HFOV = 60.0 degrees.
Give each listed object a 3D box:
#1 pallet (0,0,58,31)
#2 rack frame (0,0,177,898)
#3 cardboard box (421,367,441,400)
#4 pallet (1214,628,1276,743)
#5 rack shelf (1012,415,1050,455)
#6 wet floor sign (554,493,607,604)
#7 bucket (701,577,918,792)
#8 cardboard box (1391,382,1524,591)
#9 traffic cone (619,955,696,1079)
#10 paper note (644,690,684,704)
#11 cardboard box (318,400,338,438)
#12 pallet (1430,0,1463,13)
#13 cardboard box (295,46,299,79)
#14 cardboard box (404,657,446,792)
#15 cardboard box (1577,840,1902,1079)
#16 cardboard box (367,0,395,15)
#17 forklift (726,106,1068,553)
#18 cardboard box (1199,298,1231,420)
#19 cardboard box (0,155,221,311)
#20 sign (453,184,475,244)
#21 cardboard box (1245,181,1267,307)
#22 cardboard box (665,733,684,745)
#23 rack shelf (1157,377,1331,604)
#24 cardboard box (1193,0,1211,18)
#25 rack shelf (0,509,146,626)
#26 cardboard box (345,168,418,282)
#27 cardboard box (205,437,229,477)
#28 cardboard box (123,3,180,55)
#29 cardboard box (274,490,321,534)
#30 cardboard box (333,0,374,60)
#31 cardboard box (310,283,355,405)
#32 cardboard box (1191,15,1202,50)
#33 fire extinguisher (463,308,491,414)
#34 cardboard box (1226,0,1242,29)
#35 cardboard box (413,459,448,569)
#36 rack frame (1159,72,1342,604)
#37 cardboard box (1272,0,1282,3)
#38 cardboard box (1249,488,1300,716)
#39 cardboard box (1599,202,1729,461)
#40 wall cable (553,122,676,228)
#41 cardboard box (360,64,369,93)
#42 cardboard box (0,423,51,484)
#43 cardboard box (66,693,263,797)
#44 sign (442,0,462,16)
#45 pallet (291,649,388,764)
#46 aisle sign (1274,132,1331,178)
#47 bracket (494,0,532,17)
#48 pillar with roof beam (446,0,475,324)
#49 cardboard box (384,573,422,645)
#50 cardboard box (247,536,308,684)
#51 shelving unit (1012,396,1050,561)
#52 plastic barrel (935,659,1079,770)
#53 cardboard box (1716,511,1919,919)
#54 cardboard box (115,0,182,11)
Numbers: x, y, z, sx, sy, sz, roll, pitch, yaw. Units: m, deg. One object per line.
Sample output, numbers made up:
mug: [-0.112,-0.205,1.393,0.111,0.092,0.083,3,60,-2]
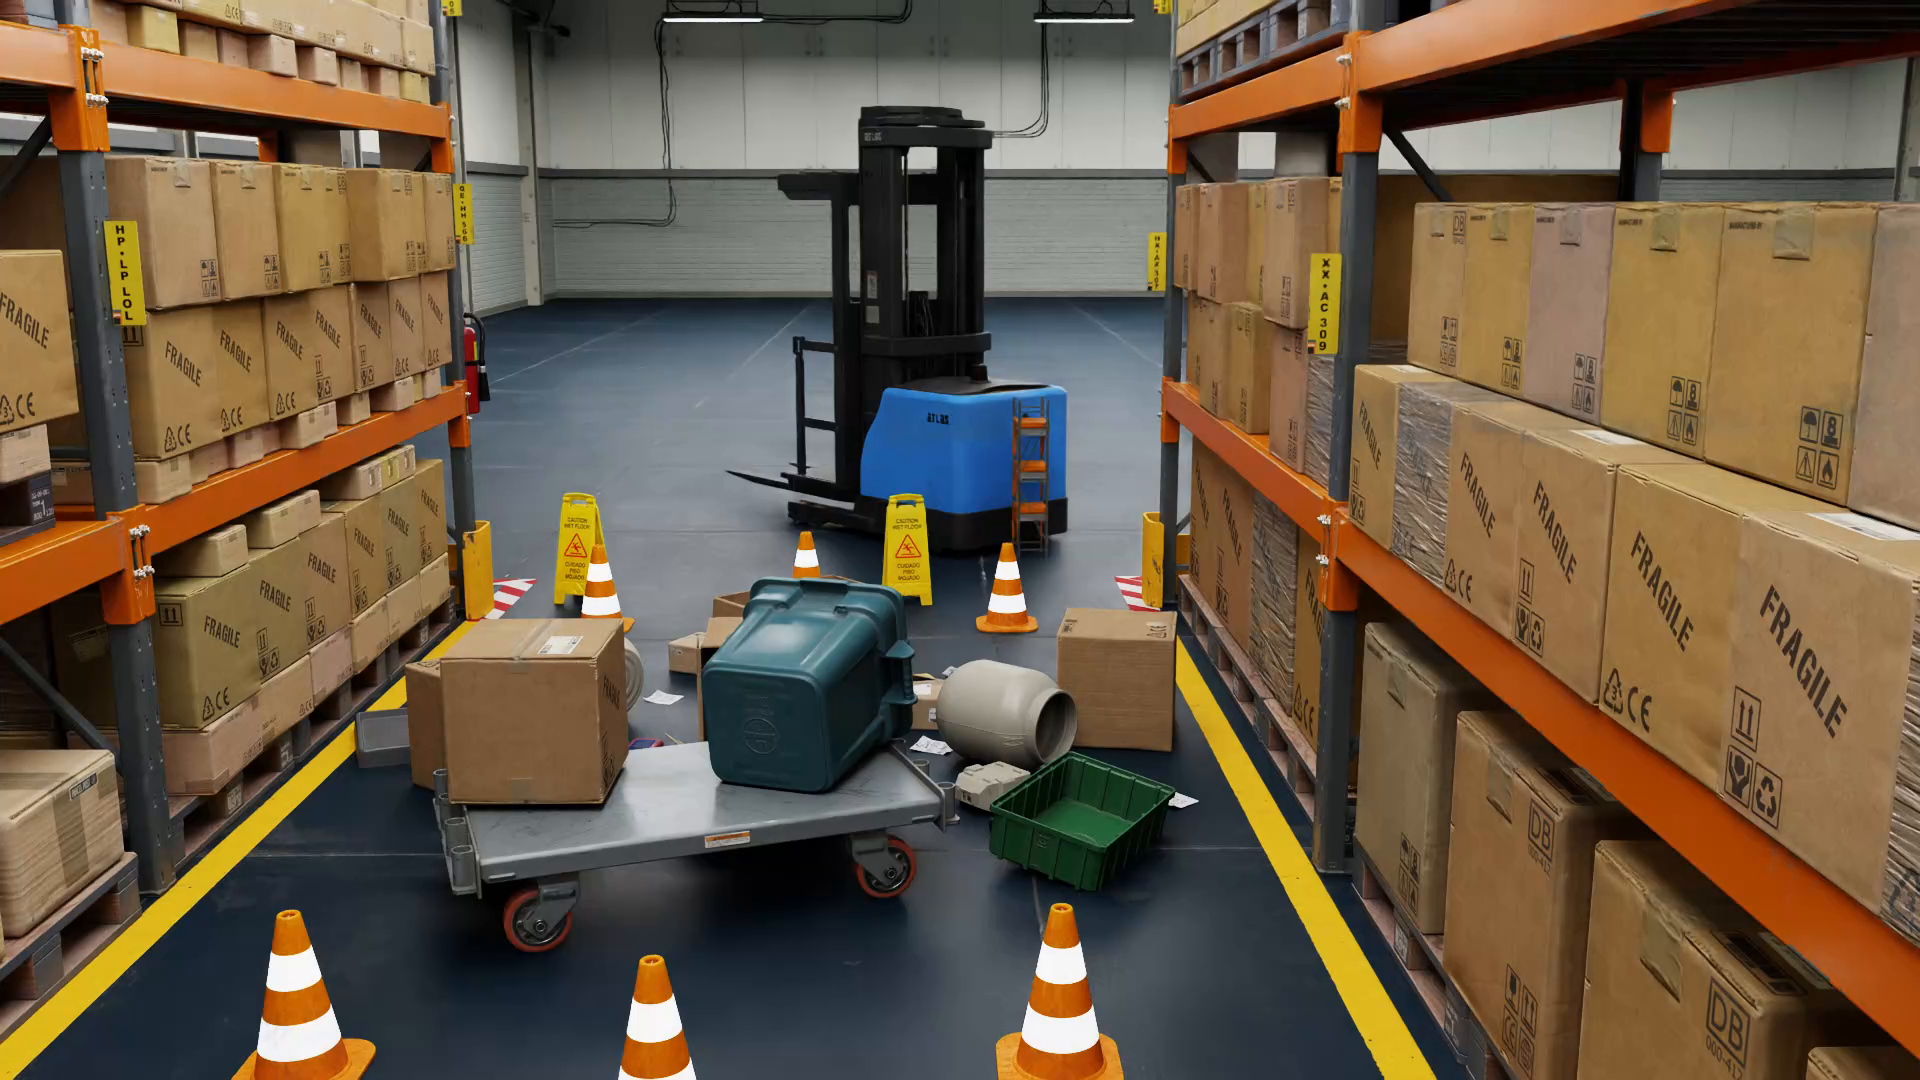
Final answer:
pallet: [-3.290,-1.528,4.476,1.213,0.211,1.003,0,11,-1]
rack frame: [-3.197,-0.273,5.363,1.000,3.000,0.127,0,11,-1]
cardboard box: [-2.942,-0.822,8.699,0.380,0.149,0.250,0,11,-2]
pallet: [1.784,0.658,7.784,1.003,0.211,1.213,0,11,-1]
rack shelf: [0.463,-0.671,10.851,0.215,0.259,0.240,-1,12,-6]
wet floor sign: [-2.214,0.043,9.724,0.267,0.644,0.232,4,12,18]
bucket: [-0.558,0.528,5.823,0.726,0.611,0.620,4,22,18]
cardboard box: [1.503,-0.157,4.537,0.500,0.500,0.500,0,11,-1]
traffic cone: [-0.766,1.264,4.164,0.336,0.463,0.334,0,11,-1]
paper note: [-1.402,0.741,7.857,0.148,0.019,0.142,4,12,18]
cardboard box: [-2.933,-0.519,7.203,0.380,0.149,0.250,0,11,-1]
pallet: [1.818,-1.508,4.385,0.805,0.209,1.217,-1,11,-3]
cardboard box: [-2.989,-1.990,6.913,0.380,0.149,0.250,0,11,-1]
cardboard box: [-1.858,0.732,6.688,0.500,0.500,0.500,9,15,38]
cardboard box: [1.889,1.083,3.280,1.050,0.750,0.750,0,11,0]
cardboard box: [-2.987,-2.638,8.101,0.380,0.149,0.250,0,11,-2]
forklift: [-0.604,-1.585,12.001,1.130,2.935,3.031,-10,15,-40]
cardboard box: [1.640,-0.888,8.014,0.875,0.550,0.550,0,11,-1]
cardboard box: [-2.989,-1.047,5.659,0.700,0.500,0.500,0,11,-2]
sign: [-2.724,-1.789,9.127,0.100,0.325,0.005,0,11,-1]
cardboard box: [1.757,-1.312,7.389,0.875,0.550,0.500,0,11,-1]
cardboard box: [-1.068,0.896,6.476,0.258,0.266,0.396,-10,15,-40]
rack shelf: [1.709,-0.359,7.593,1.077,0.370,4.000,0,11,-1]
cardboard box: [1.433,-2.708,8.141,0.500,0.250,0.500,0,11,-2]
rack shelf: [-3.155,0.477,3.475,1.077,0.370,4.000,0,11,-1]
cardboard box: [-2.934,-1.451,7.653,0.700,0.500,0.500,0,11,-2]
cardboard box: [-2.976,-0.317,6.209,0.380,0.149,0.250,0,11,-1]
cardboard box: [-2.905,-1.736,5.658,0.380,0.149,0.250,0,11,-1]
cardboard box: [-2.903,-0.116,6.930,0.380,0.149,0.250,0,11,2]
cardboard box: [-2.975,-2.307,7.472,0.500,0.250,0.500,0,11,0]
cardboard box: [-2.989,-0.857,7.238,0.500,0.500,0.500,0,11,0]
cardboard box: [1.365,-2.541,8.319,0.380,0.149,0.250,0,11,-1]
fire extinguisher: [-2.821,-1.055,9.411,0.296,0.674,0.183,0,11,-1]
cardboard box: [1.386,-2.340,7.328,0.380,0.149,0.250,0,11,-1]
cardboard box: [-3.002,-0.136,8.659,0.500,0.500,0.500,0,11,-1]
rack frame: [1.667,-1.109,9.481,1.000,3.000,0.127,0,11,-1]
cardboard box: [1.406,-2.139,6.338,0.380,0.149,0.250,0,11,-1]
cardboard box: [1.785,0.217,7.232,0.875,0.875,0.875,0,11,-1]
cardboard box: [1.798,-0.451,3.472,0.700,0.500,0.500,0,11,-2]
wall cable: [-8.487,-8.878,40.498,3.097,2.526,0.112,0,11,-1]
cardboard box: [-3.044,-2.193,7.911,0.380,0.149,0.250,0,11,-1]
cardboard box: [-2.910,-0.255,4.847,0.380,0.149,0.250,0,11,0]
cardboard box: [-2.939,0.750,6.178,0.500,0.250,0.500,-1,11,-4]
sign: [-2.724,-2.971,8.887,0.100,0.325,0.005,0,11,-1]
pallet: [-3.274,0.717,7.496,1.003,0.211,1.213,0,11,-1]
aisle sign: [1.966,-2.398,9.298,0.394,0.787,0.004,0,11,-1]
bracket: [-9.332,-10.980,33.994,0.076,0.066,4.783,0,11,-1]
pillar with roof beam: [-5.321,-8.634,31.484,9.100,9.000,0.548,0,11,-1]
cardboard box: [-2.991,0.336,8.219,0.500,0.250,0.500,0,11,-1]
cardboard box: [-2.962,0.276,6.628,0.500,0.500,0.500,0,11,1]
shelving unit: [0.463,-0.403,10.905,0.215,1.050,0.252,-1,12,-6]
plastic barrel: [0.193,0.730,6.899,0.512,0.421,0.421,9,15,38]
cardboard box: [1.546,0.245,2.557,0.500,0.500,0.500,0,11,-1]
cardboard box: [-2.932,-1.904,5.486,0.500,0.250,0.500,0,11,-2]
